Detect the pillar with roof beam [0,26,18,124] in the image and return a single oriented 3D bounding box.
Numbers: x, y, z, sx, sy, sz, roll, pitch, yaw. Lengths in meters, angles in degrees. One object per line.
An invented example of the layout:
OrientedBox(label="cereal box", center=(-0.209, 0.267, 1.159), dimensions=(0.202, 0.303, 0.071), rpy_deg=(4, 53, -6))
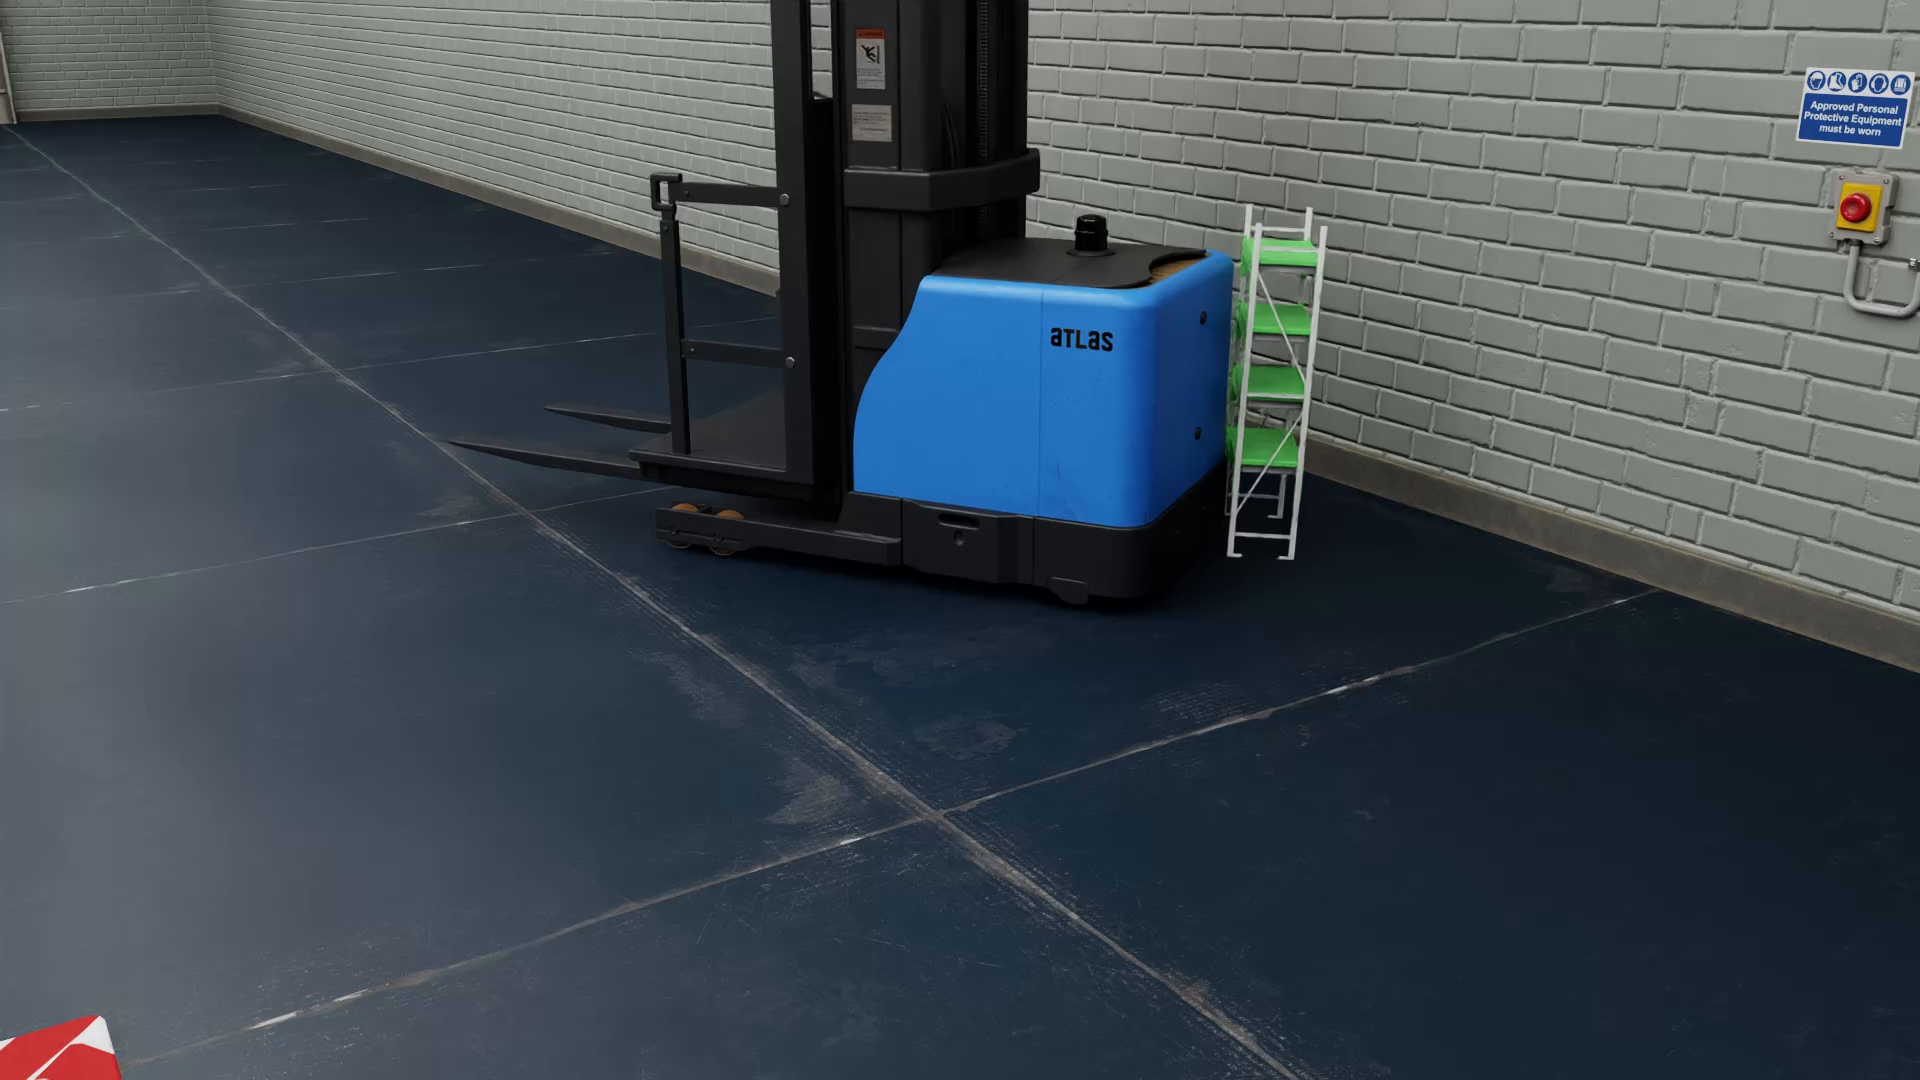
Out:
OrientedBox(label="pillar with roof beam", center=(-11.544, -9.156, 19.277), dimensions=(0.400, 9.000, 9.100), rpy_deg=(-12, 22, -31))

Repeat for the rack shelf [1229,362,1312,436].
OrientedBox(label="rack shelf", center=(1.132, -0.523, 6.104), dimensions=(0.258, 0.148, 0.480), rpy_deg=(3, 19, 5))

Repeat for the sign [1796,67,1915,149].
OrientedBox(label="sign", center=(2.653, -1.284, 4.938), dimensions=(0.001, 0.218, 0.327), rpy_deg=(-12, 22, -31))

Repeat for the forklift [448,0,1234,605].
OrientedBox(label="forklift", center=(-0.565, -1.472, 6.023), dimensions=(3.031, 2.935, 1.130), rpy_deg=(8, 20, 23))

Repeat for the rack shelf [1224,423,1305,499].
OrientedBox(label="rack shelf", center=(1.125, -0.296, 6.181), dimensions=(0.258, 0.148, 0.480), rpy_deg=(3, 19, 5))

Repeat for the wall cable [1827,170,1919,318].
OrientedBox(label="wall cable", center=(2.629, -1.629, 4.743), dimensions=(0.123, 1.953, 0.585), rpy_deg=(-12, 22, -31))

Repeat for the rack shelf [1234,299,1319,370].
OrientedBox(label="rack shelf", center=(1.140, -0.750, 6.026), dimensions=(0.258, 0.148, 0.480), rpy_deg=(3, 19, 5))

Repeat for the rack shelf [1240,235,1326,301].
OrientedBox(label="rack shelf", center=(1.147, -0.977, 5.948), dimensions=(0.258, 0.148, 0.480), rpy_deg=(3, 19, 5))

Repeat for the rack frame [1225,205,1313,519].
OrientedBox(label="rack frame", center=(1.158, -0.661, 6.313), dimensions=(0.240, 1.200, 0.015), rpy_deg=(3, 19, 5))

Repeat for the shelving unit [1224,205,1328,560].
OrientedBox(label="shelving unit", center=(1.134, -0.583, 6.083), dimensions=(0.258, 1.200, 0.503), rpy_deg=(3, 19, 5))

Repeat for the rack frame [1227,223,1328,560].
OrientedBox(label="rack frame", center=(1.110, -0.505, 5.853), dimensions=(0.240, 1.200, 0.015), rpy_deg=(3, 19, 5))
